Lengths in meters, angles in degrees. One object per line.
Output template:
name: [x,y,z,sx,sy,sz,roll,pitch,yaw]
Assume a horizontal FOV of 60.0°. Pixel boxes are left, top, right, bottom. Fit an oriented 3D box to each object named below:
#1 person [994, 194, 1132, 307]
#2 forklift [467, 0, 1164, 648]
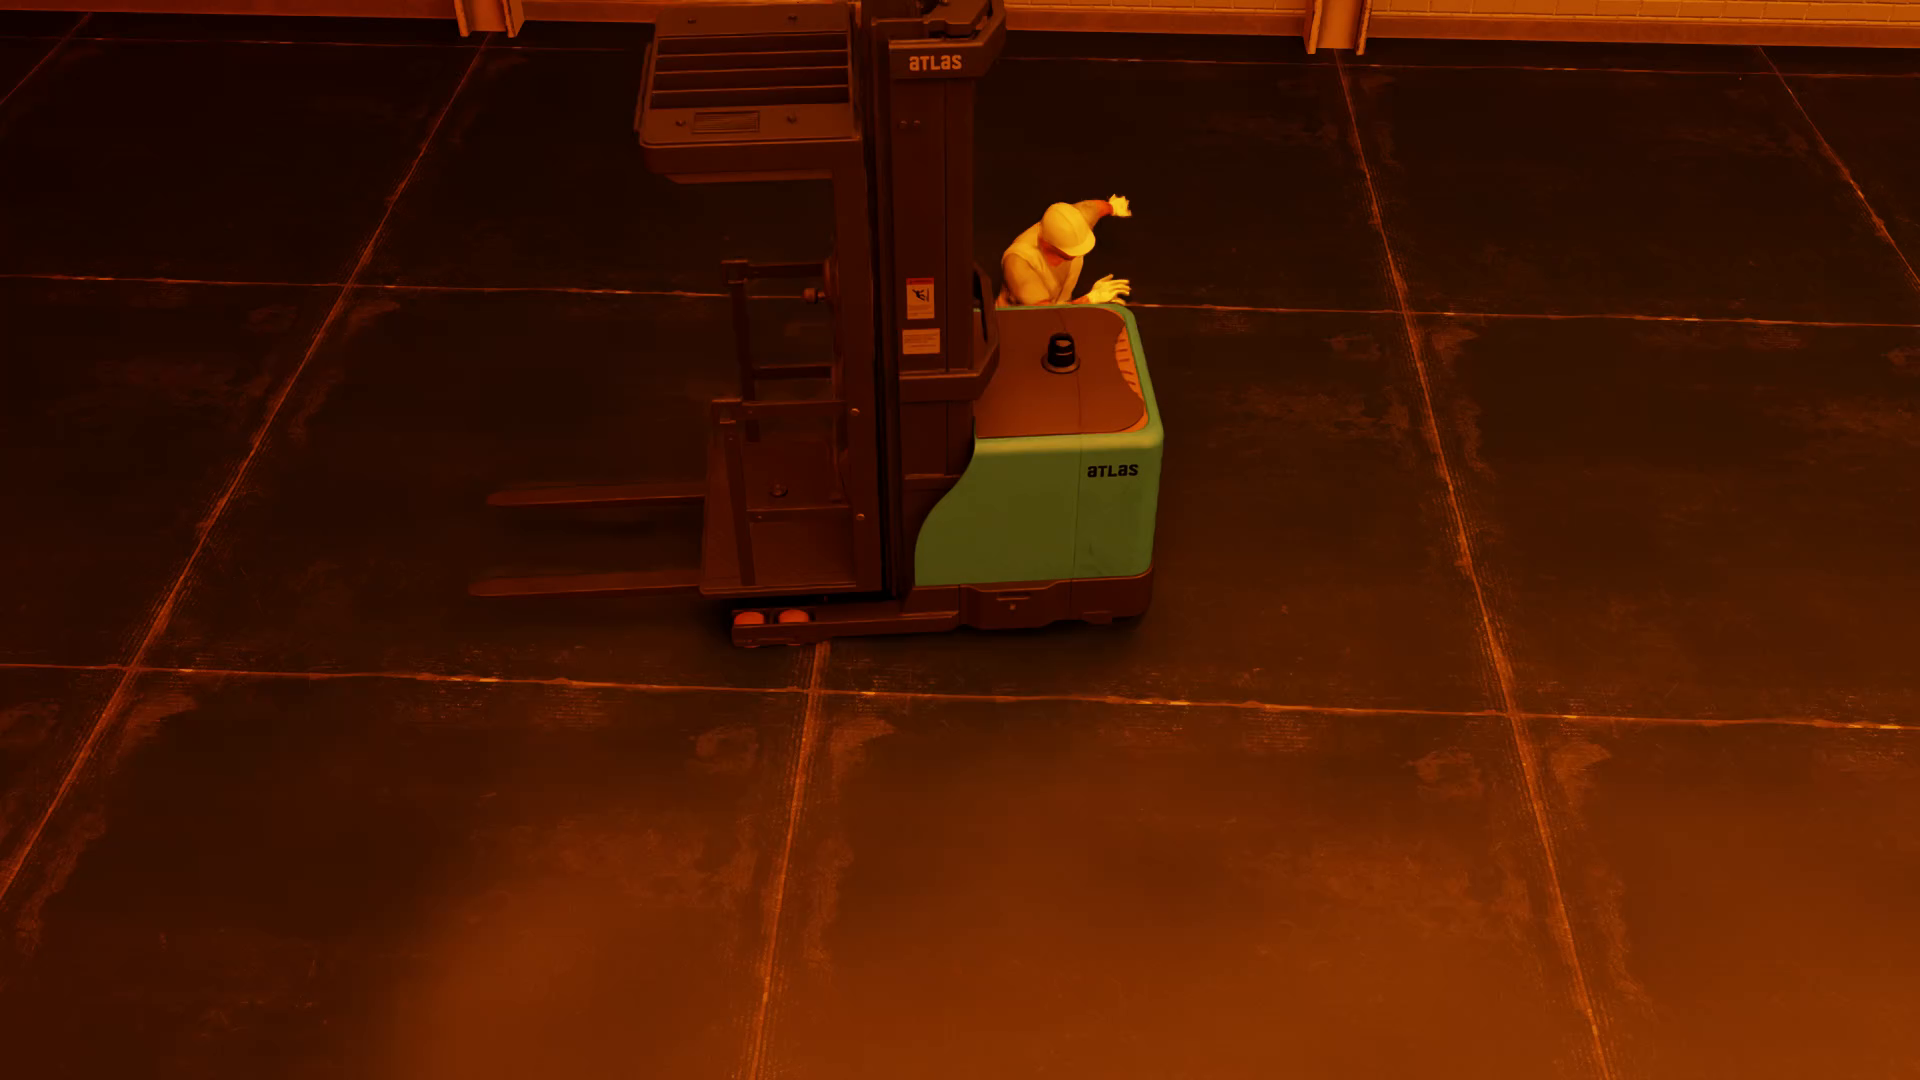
person: [0.619,-1.051,8.011,1.211,1.450,0.960,-27,49,-26]
forklift: [-0.684,-0.974,6.809,3.031,2.935,1.130,-3,42,-3]
